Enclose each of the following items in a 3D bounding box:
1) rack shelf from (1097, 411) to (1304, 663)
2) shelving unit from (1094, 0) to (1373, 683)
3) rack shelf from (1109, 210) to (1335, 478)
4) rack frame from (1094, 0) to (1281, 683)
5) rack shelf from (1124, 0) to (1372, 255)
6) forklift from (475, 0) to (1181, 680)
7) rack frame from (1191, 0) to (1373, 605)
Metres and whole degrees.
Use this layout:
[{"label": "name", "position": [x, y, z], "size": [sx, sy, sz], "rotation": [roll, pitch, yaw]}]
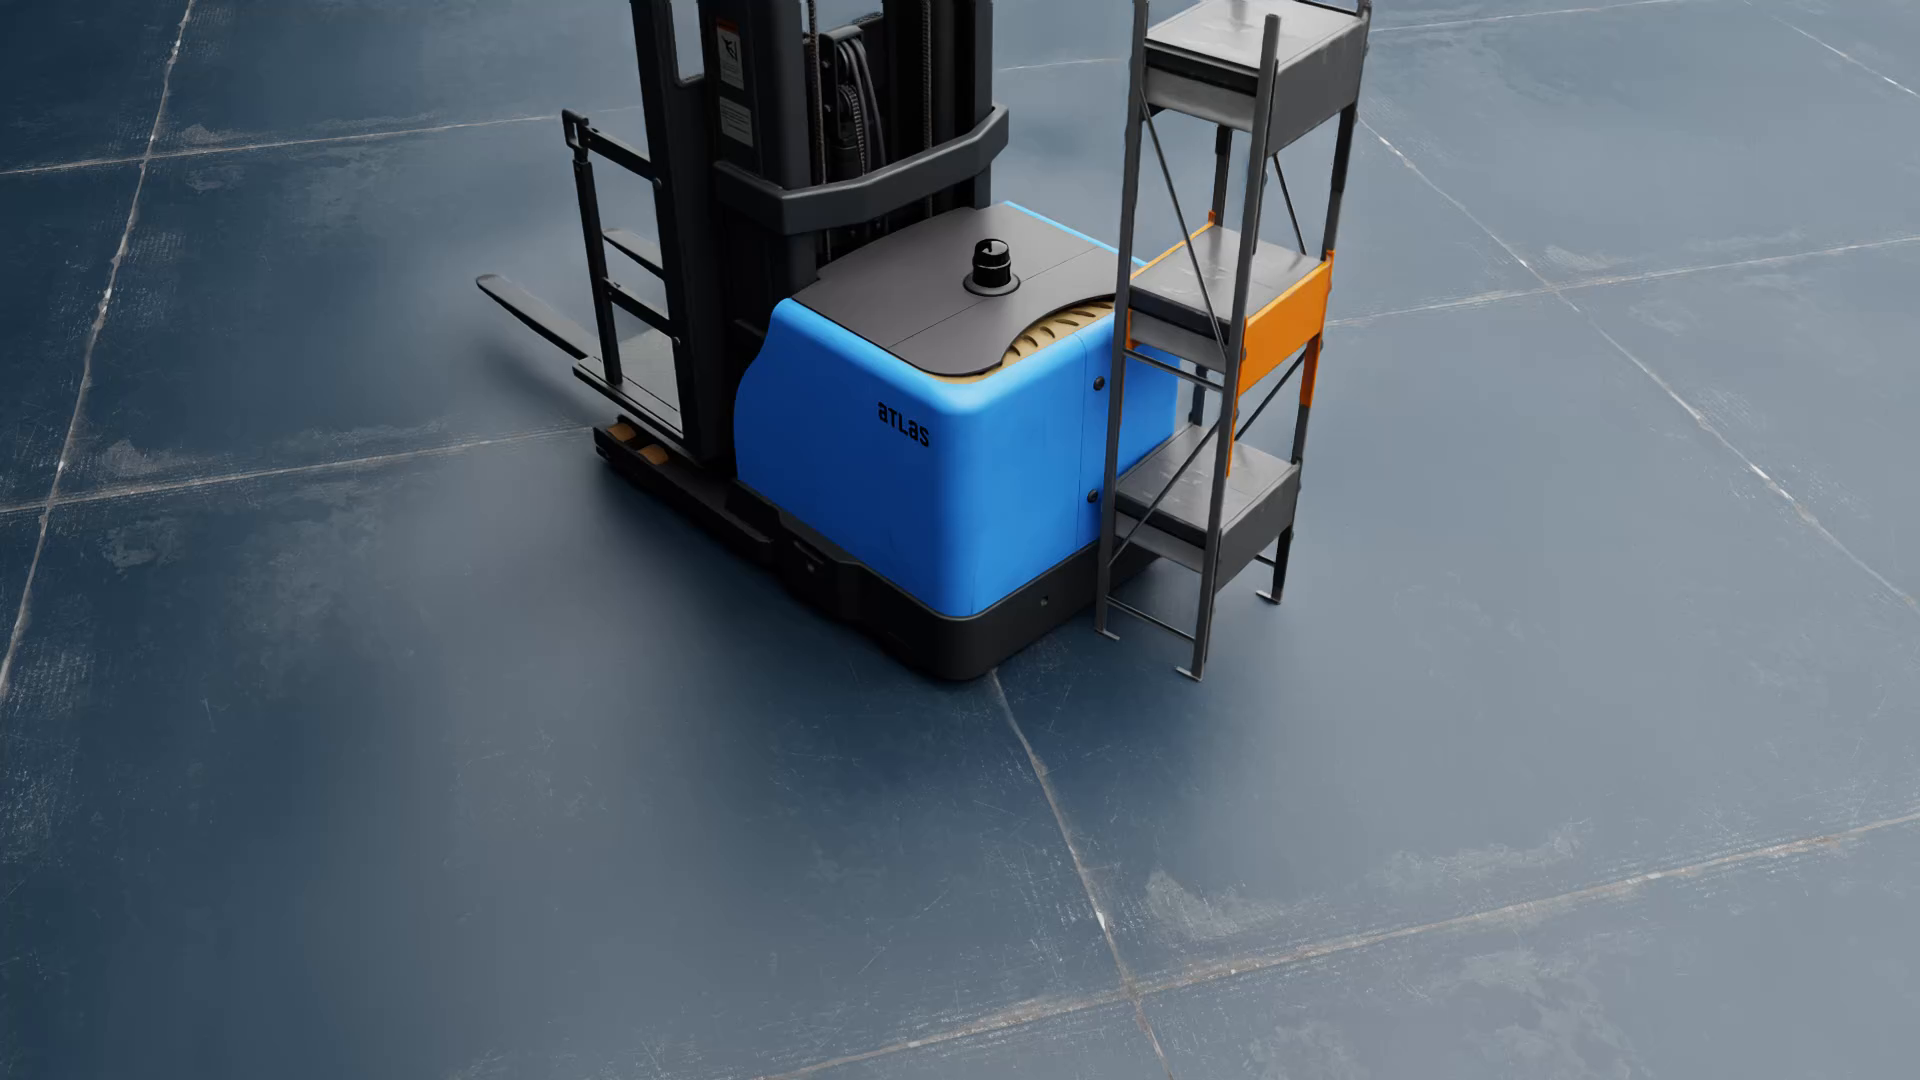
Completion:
[{"label": "rack shelf", "position": [0.746, -0.017, 5.218], "size": [0.431, 0.518, 0.480], "rotation": [26, 44, 30]}, {"label": "shelving unit", "position": [0.746, -0.583, 4.785], "size": [0.431, 2.100, 0.503], "rotation": [26, 44, 30]}, {"label": "rack shelf", "position": [0.746, -0.573, 4.793], "size": [0.431, 0.518, 0.480], "rotation": [26, 44, 30]}, {"label": "rack frame", "position": [0.594, -0.468, 4.633], "size": [0.400, 2.100, 0.015], "rotation": [26, 44, 30]}, {"label": "rack shelf", "position": [0.746, -1.129, 4.368], "size": [0.431, 0.518, 0.480], "rotation": [26, 44, 30]}, {"label": "forklift", "position": [-0.684, -1.534, 5.343], "size": [1.130, 2.935, 3.031], "rotation": [-31, 47, -34]}, {"label": "rack frame", "position": [0.899, -0.699, 4.936], "size": [0.400, 2.100, 0.015], "rotation": [26, 44, 30]}]
